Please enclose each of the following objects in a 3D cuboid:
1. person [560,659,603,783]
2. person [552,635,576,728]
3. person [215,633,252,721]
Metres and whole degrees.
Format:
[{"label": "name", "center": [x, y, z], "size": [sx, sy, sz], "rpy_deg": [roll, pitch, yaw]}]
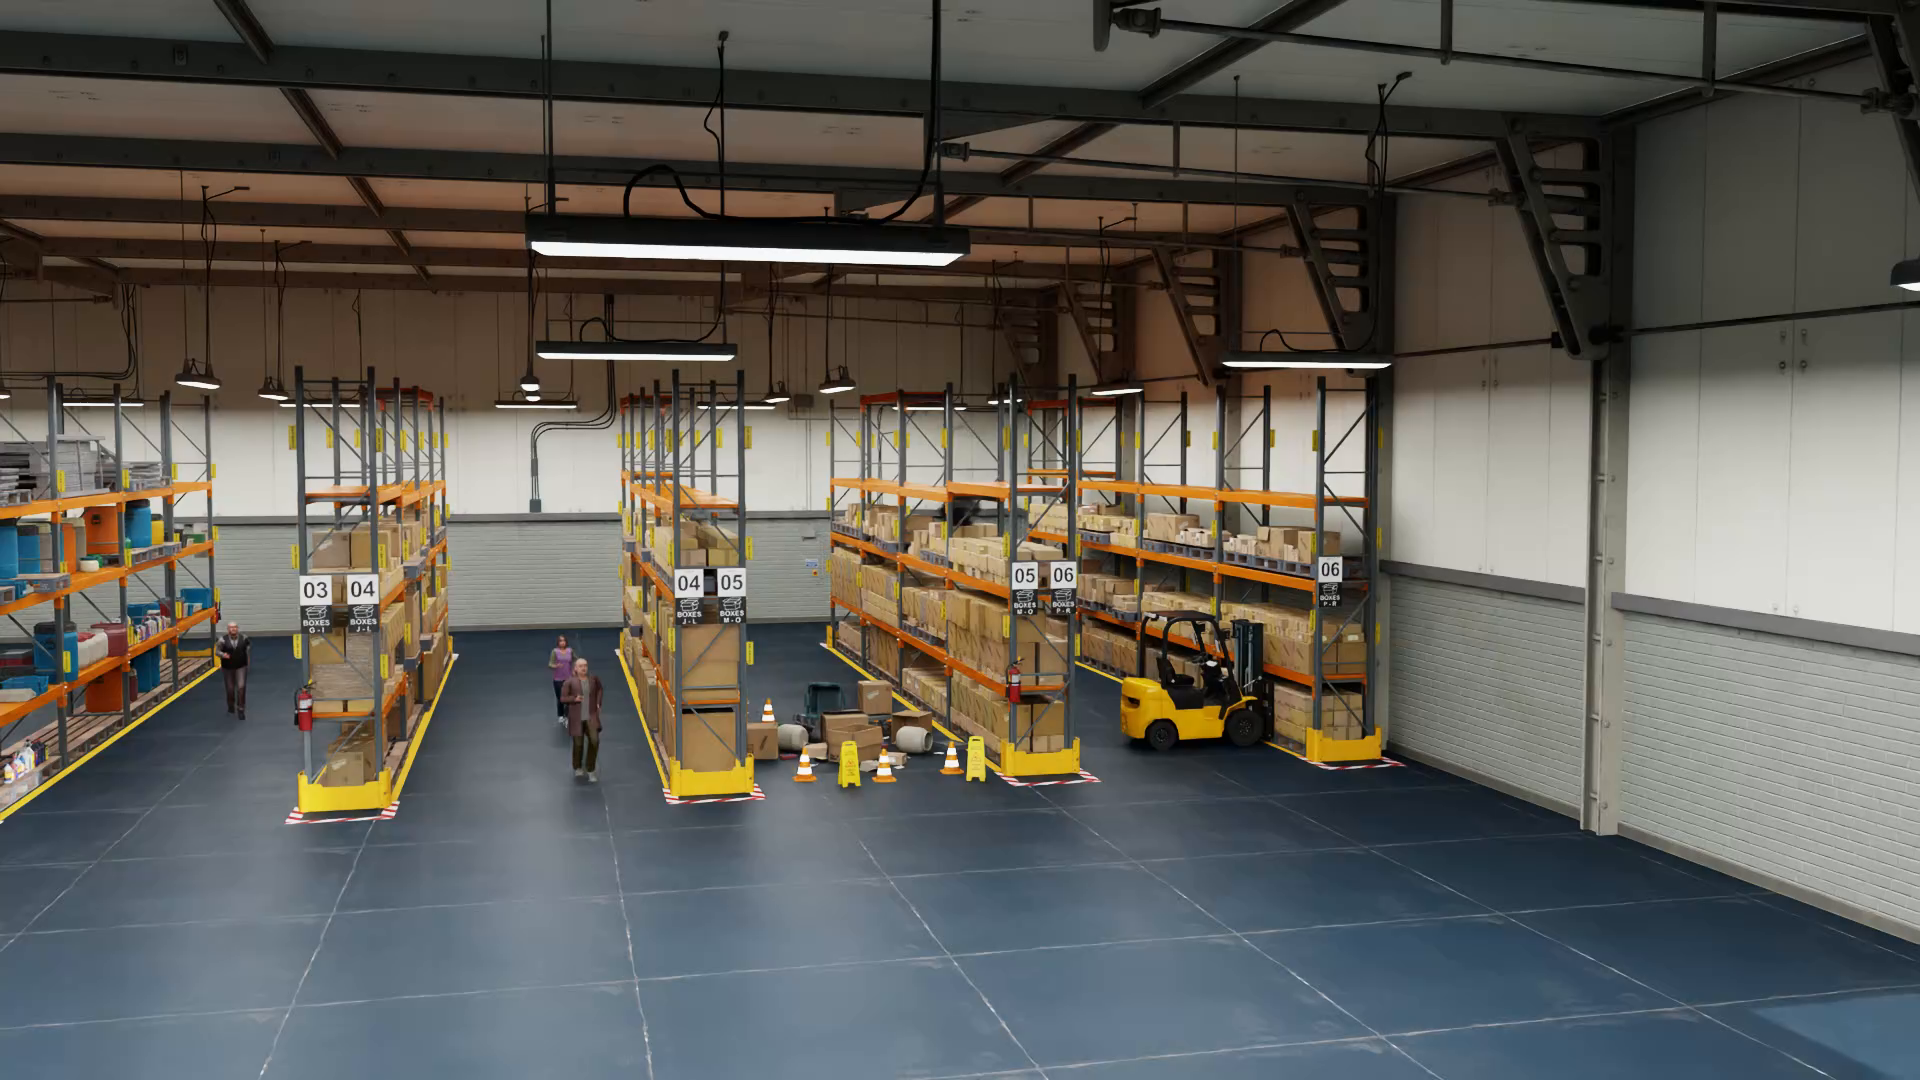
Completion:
[{"label": "person", "center": [-5.536, 2.658, 24.467], "size": [0.685, 1.826, 0.776], "rpy_deg": [-2, 4, -24]}, {"label": "person", "center": [-6.928, 2.471, 29.067], "size": [0.480, 1.631, 0.647], "rpy_deg": [-1, 4, -17]}, {"label": "person", "center": [-13.135, 2.435, 30.079], "size": [0.610, 1.562, 0.882], "rpy_deg": [-1, 4, -22]}]
